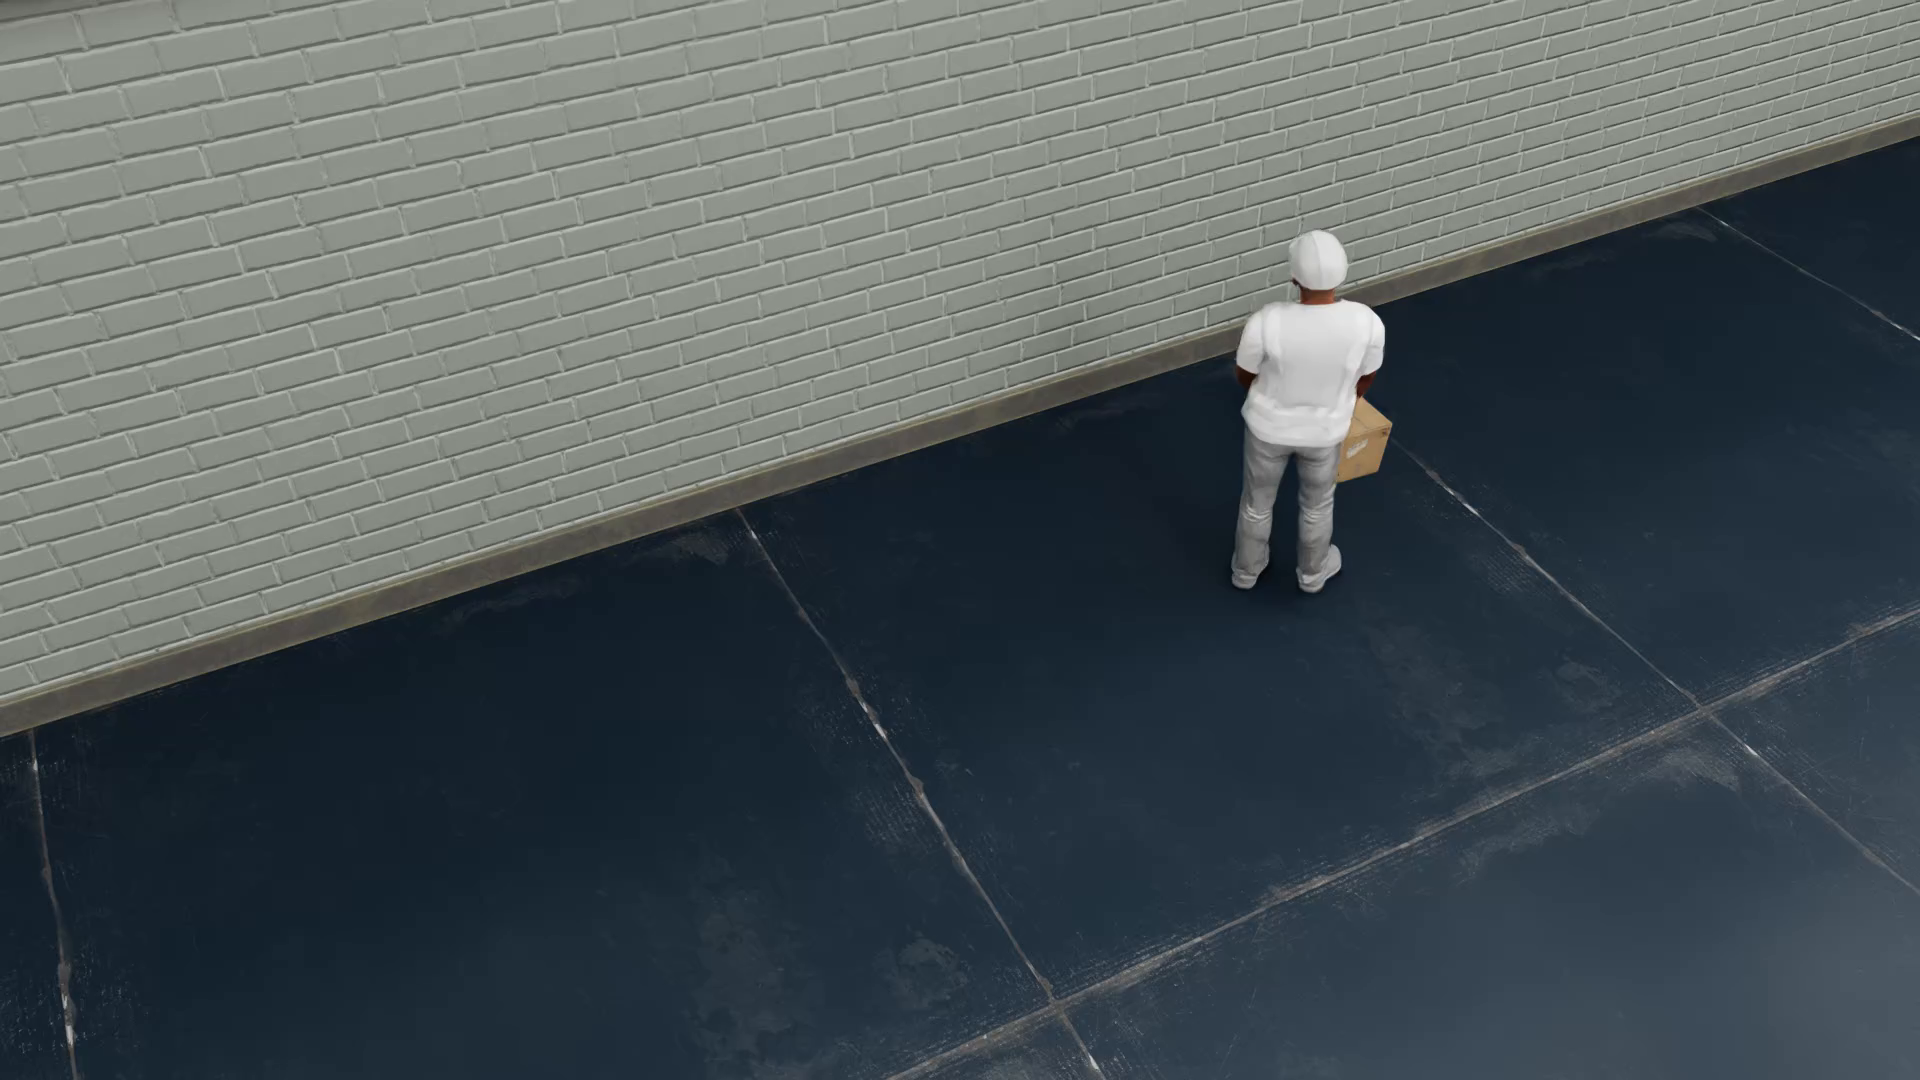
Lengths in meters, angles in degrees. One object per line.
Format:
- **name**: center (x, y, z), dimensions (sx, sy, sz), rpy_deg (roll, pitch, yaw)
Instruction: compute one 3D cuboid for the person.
- **person**: center (1.373, -0.499, 6.688), dimensions (0.603, 1.777, 0.476), rpy_deg (2, 41, 2)
